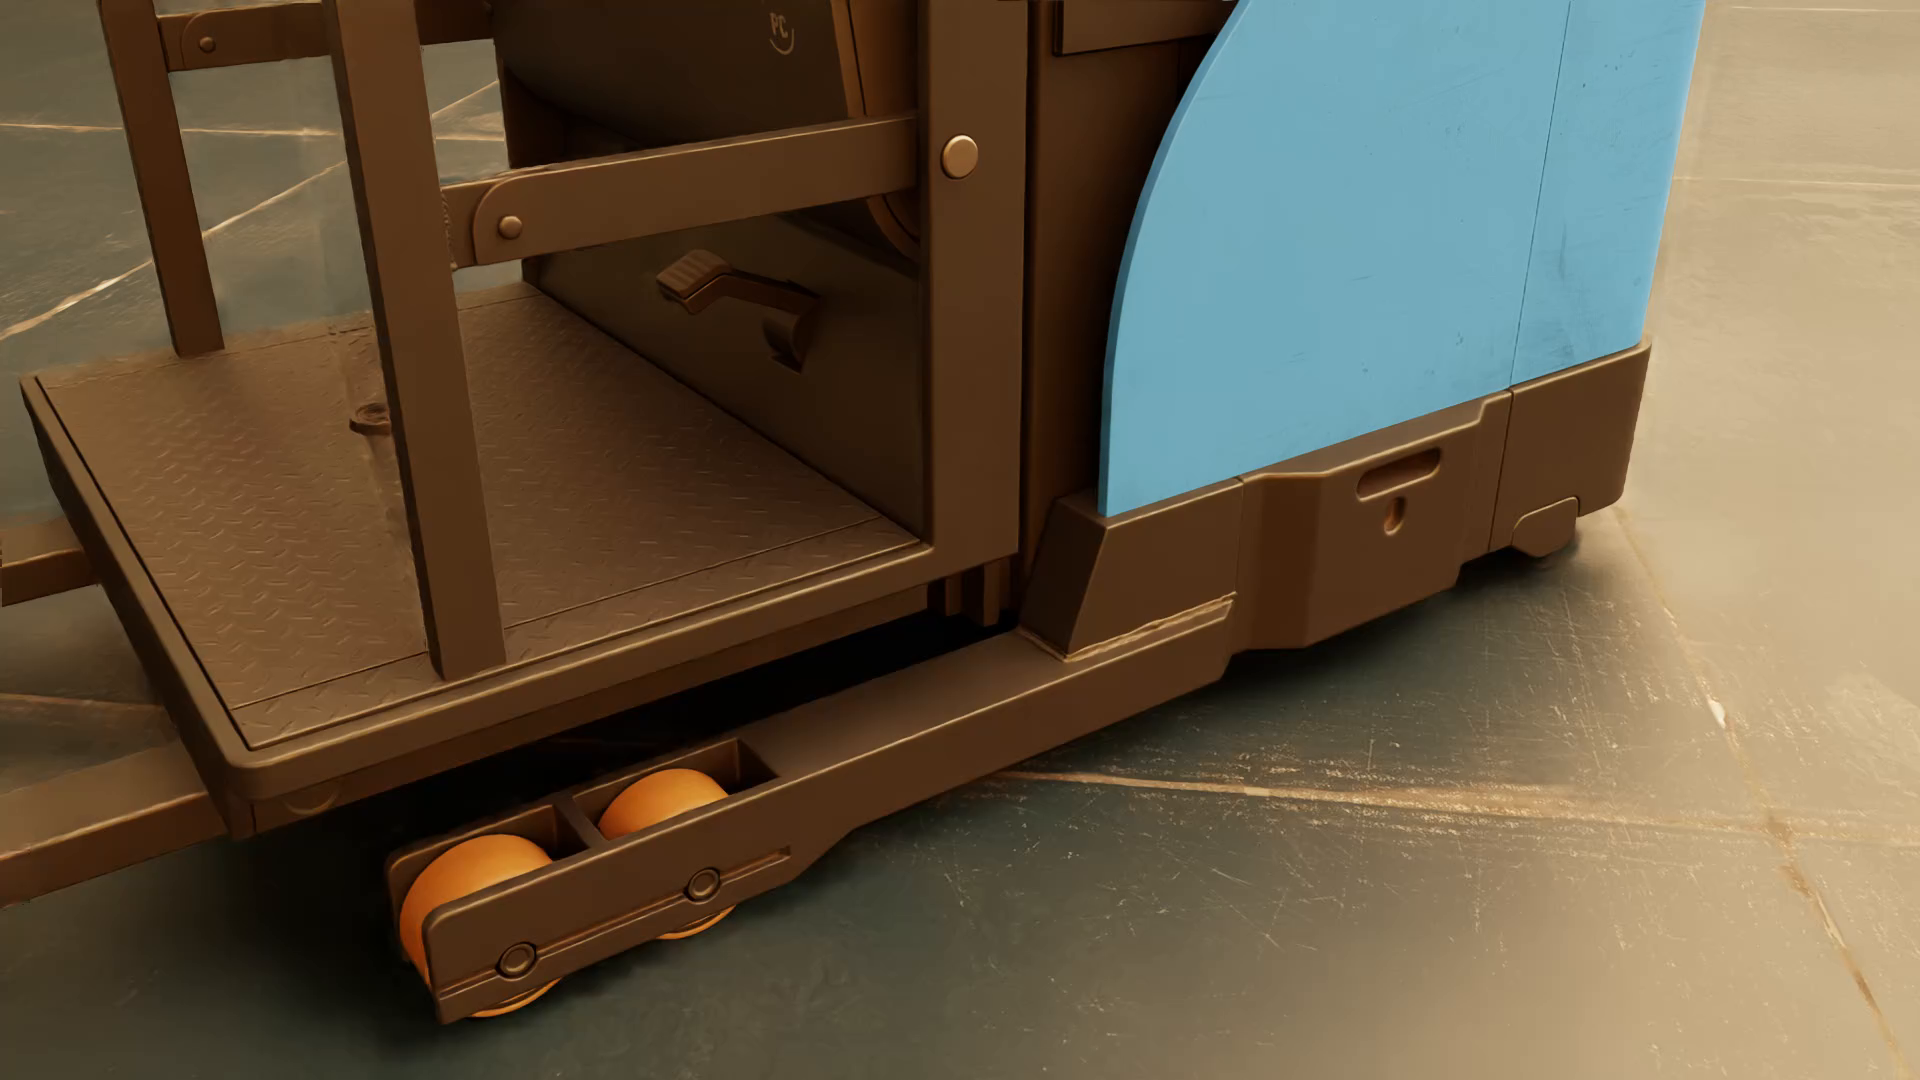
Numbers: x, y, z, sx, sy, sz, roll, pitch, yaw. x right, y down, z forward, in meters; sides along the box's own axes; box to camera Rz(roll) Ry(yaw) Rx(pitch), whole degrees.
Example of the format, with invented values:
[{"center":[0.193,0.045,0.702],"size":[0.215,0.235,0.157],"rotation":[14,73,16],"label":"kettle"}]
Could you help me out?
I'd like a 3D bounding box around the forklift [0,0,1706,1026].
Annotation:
[{"center":[-0.502,-1.127,1.475],"size":[3.031,2.935,1.130],"rotation":[-17,31,-31],"label":"forklift"}]
